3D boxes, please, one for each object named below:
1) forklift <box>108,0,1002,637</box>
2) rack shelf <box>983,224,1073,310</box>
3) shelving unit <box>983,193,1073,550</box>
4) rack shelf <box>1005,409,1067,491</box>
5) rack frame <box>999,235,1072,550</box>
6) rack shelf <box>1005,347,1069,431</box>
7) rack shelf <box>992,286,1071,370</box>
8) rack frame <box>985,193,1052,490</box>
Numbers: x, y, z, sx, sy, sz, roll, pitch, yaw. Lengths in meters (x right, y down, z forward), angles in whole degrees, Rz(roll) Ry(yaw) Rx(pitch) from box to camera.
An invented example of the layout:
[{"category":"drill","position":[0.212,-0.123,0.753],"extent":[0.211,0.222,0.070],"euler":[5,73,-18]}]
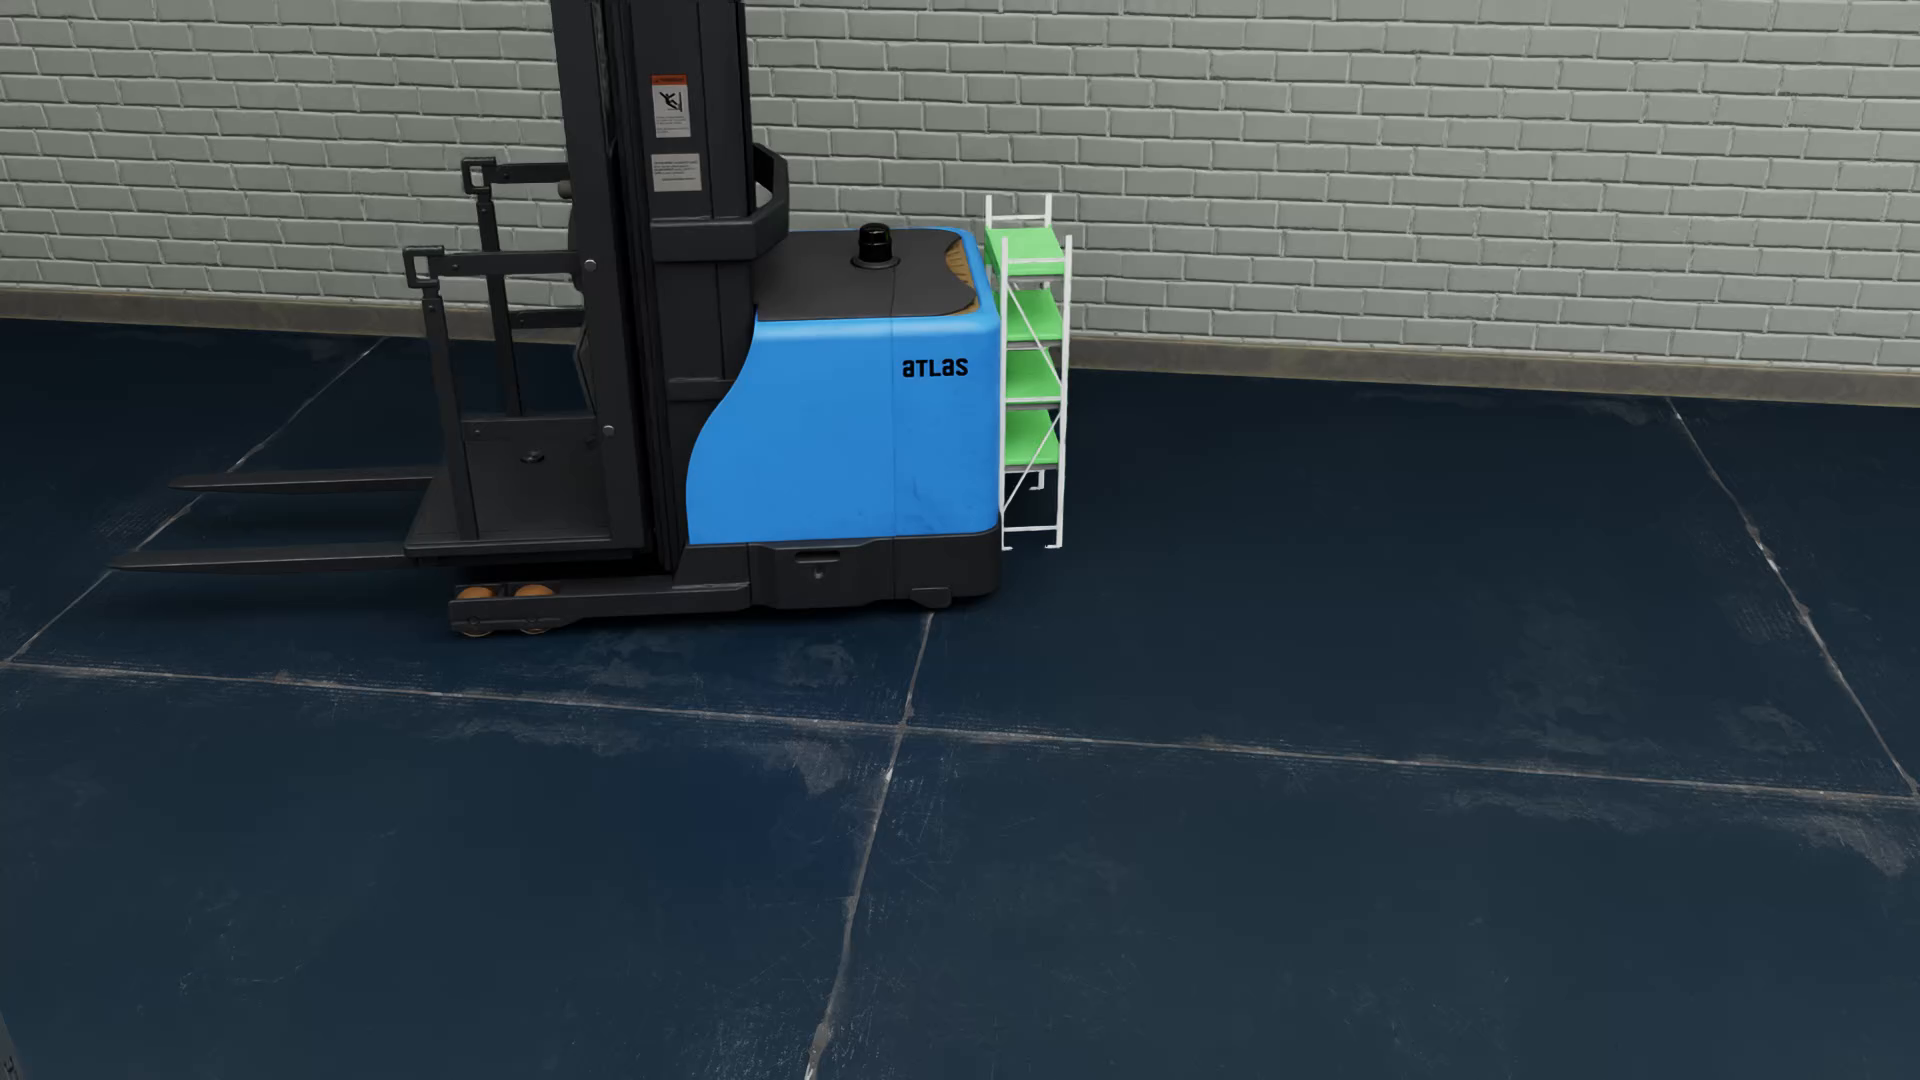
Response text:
[{"category":"forklift","position":[-1.401,-1.224,5.432],"extent":[3.031,2.935,1.130],"euler":[-2,28,-4]},{"category":"rack shelf","position":[0.237,-0.979,5.925],"extent":[0.258,0.148,0.480],"euler":[-3,28,-5]},{"category":"shelving unit","position":[0.237,-0.613,6.122],"extent":[0.258,1.200,0.503],"euler":[-3,28,-5]},{"category":"rack shelf","position":[0.237,-0.345,6.266],"extent":[0.258,0.148,0.480],"euler":[-3,28,-5]},{"category":"rack frame","position":[0.260,-0.497,5.908],"extent":[0.240,1.200,0.015],"euler":[-3,28,-5]},{"category":"rack shelf","position":[0.237,-0.556,6.153],"extent":[0.258,0.148,0.480],"euler":[-3,28,-5]},{"category":"rack shelf","position":[0.237,-0.768,6.039],"extent":[0.258,0.148,0.480],"euler":[-3,28,-5]},{"category":"rack frame","position":[0.214,-0.728,6.336],"extent":[0.240,1.200,0.015],"euler":[-3,28,-5]}]
